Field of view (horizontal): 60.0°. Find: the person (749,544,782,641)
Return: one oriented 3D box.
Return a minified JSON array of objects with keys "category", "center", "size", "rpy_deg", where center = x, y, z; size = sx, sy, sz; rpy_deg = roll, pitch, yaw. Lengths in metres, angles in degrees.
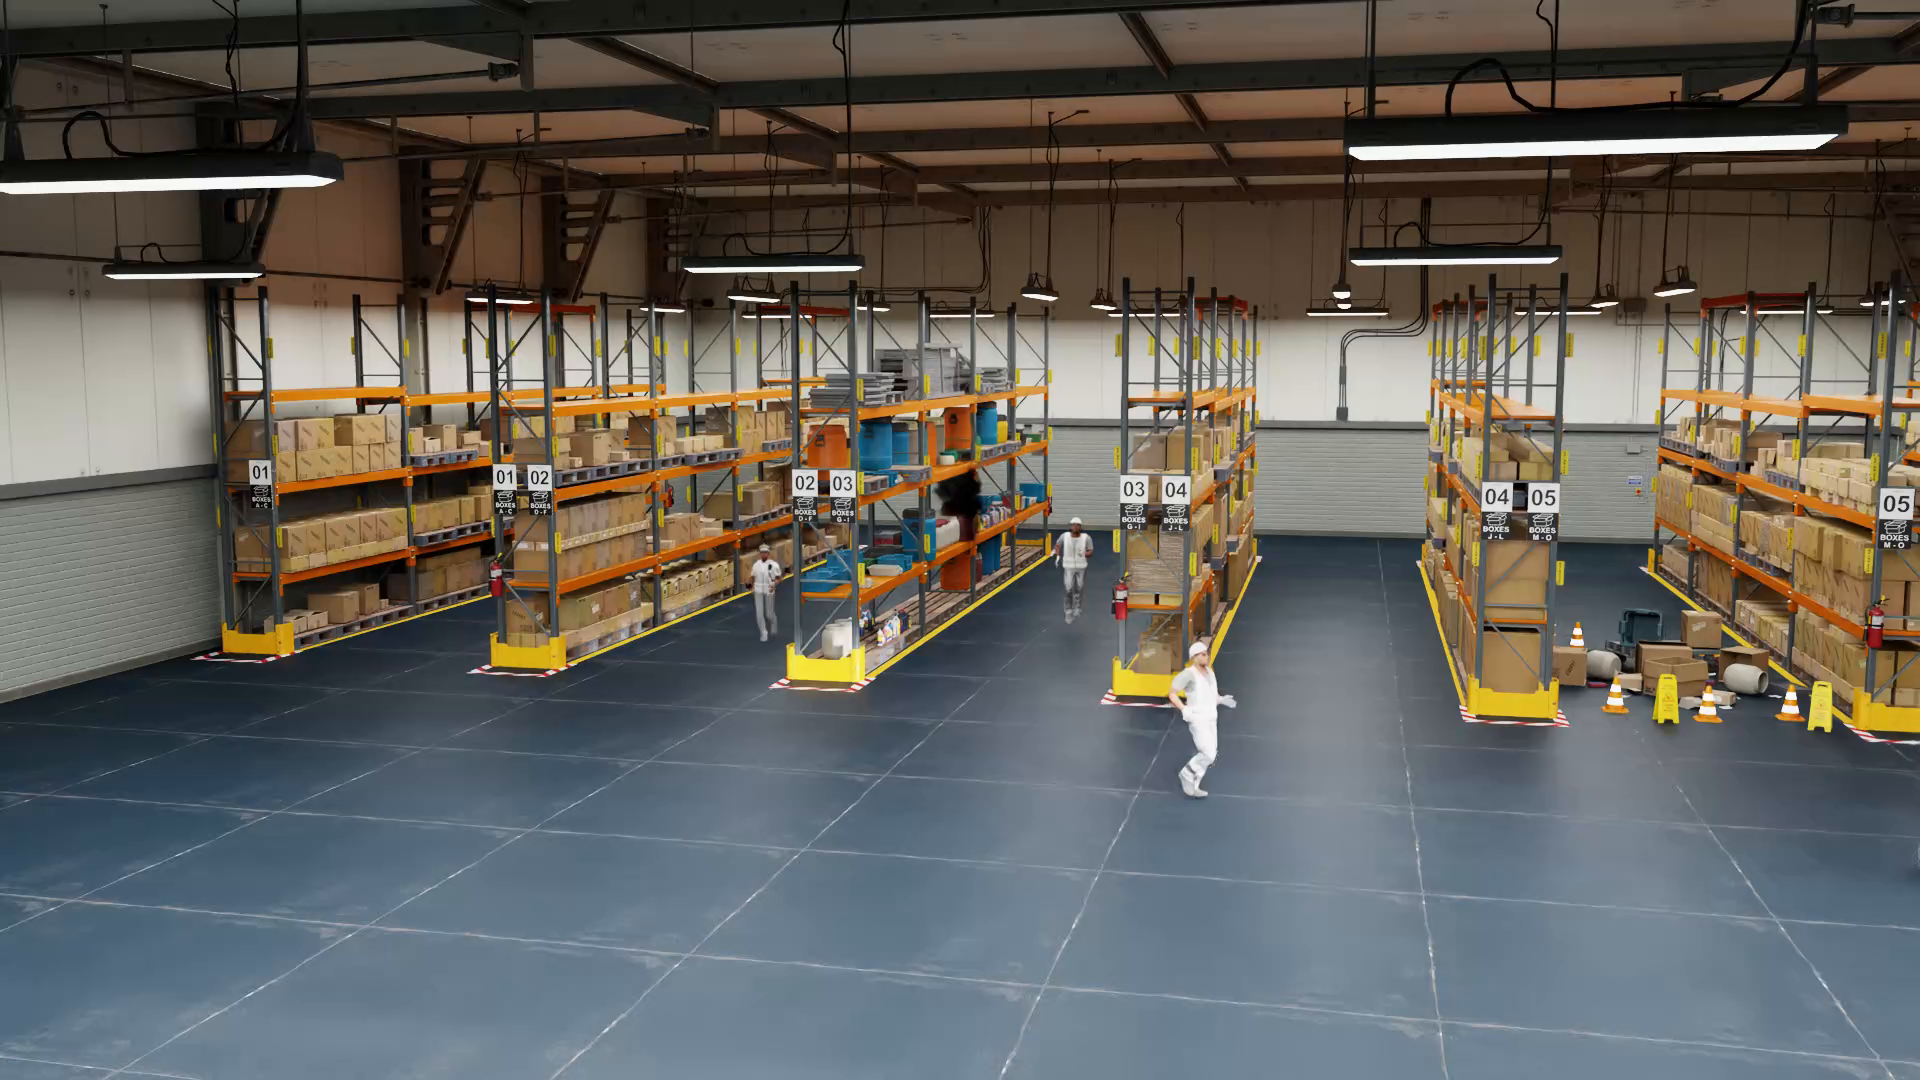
[{"category":"person","center":[-3.352,0.888,28.443],"size":[0.544,1.649,0.569],"rpy_deg":[1,7,6]}]

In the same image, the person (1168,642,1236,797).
[{"category":"person","center":[2.718,2.009,18.448],"size":[0.584,1.742,0.643],"rpy_deg":[6,9,44]}]

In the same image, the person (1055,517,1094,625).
[{"category":"person","center":[1.988,0.536,28.871],"size":[0.656,1.862,0.709],"rpy_deg":[0,7,0]}]
